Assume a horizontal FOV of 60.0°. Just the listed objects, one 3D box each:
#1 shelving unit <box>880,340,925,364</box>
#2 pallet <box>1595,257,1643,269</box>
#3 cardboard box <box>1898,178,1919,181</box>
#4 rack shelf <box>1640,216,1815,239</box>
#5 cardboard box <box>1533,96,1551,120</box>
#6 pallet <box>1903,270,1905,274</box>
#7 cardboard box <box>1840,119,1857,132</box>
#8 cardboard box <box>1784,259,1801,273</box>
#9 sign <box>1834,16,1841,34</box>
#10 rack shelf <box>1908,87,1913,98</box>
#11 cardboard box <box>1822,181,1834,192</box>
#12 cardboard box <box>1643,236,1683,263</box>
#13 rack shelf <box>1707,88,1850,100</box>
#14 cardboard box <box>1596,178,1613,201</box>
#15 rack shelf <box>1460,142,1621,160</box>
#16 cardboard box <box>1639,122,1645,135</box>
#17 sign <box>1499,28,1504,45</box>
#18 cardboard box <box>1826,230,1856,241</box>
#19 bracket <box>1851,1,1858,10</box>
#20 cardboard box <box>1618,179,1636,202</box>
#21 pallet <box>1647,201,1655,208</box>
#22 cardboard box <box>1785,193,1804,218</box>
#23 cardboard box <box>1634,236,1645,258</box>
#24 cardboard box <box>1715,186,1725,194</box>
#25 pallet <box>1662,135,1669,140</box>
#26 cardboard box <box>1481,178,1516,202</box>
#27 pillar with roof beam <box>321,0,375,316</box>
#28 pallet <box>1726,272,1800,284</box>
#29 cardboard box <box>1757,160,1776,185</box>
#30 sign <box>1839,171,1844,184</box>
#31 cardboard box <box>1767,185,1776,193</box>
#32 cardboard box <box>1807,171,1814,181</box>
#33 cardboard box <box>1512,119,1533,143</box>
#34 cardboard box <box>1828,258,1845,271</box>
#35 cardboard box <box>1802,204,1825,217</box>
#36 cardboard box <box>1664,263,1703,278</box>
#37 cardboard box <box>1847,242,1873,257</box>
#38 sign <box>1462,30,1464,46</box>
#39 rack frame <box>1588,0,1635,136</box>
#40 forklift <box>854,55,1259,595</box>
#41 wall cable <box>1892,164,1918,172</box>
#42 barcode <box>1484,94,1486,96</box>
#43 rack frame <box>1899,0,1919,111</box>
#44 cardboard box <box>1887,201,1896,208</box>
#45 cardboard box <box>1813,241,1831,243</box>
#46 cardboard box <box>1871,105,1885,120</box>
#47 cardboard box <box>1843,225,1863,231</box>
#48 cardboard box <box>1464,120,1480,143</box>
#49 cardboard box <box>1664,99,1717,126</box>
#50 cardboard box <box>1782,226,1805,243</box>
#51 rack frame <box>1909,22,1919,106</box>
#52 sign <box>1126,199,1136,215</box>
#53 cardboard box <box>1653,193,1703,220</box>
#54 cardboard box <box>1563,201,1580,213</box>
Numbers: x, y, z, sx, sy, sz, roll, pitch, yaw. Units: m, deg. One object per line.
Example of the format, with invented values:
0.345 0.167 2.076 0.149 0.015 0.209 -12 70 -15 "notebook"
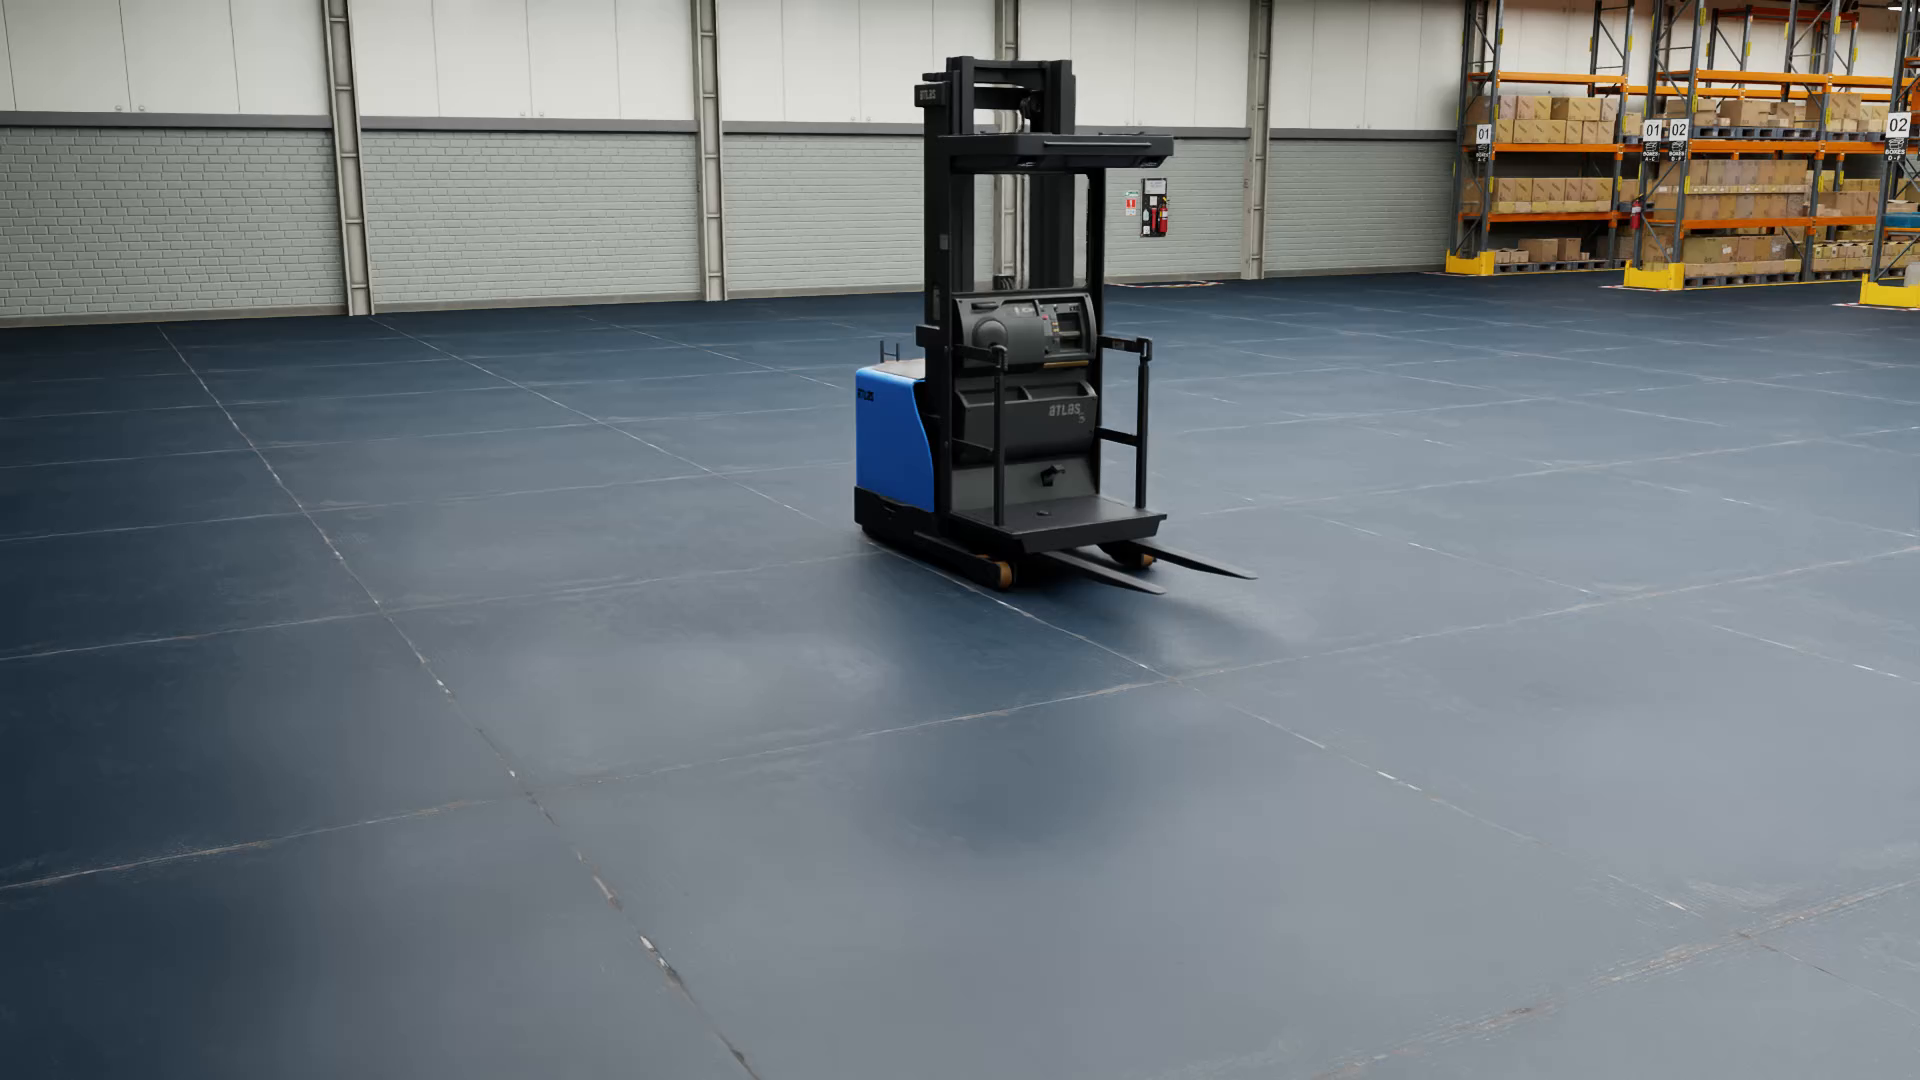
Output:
-0.251 -0.748 11.195 0.503 1.200 0.258 -8 14 -30 "shelving unit"
15.426 -6.516 39.081 1.213 0.211 1.003 -7 14 -28 "pallet"
24.833 -9.147 43.740 0.700 0.700 0.980 -6 14 -25 "cardboard box"
15.365 -6.278 33.314 4.000 0.370 1.077 -7 14 -28 "rack shelf"
12.596 -9.476 36.500 0.500 0.500 0.500 -6 14 -26 "cardboard box"
21.304 -5.971 36.662 1.213 0.211 1.003 -7 14 -28 "pallet"
18.146 -8.556 34.350 0.500 0.250 0.500 -8 15 -33 "cardboard box"
16.818 -5.612 34.022 0.500 0.250 0.500 -7 14 -28 "cardboard box"
17.364 -10.190 32.904 0.005 0.325 0.100 -7 14 -28 "sign"
22.386 -9.852 36.439 4.000 0.370 1.077 -7 14 -28 "rack shelf"
21.481 -8.742 41.672 0.500 0.500 0.500 -7 15 -29 "cardboard box"
13.937 -5.762 32.979 0.500 0.500 0.500 -7 14 -28 "cardboard box"
20.010 -10.806 40.679 4.000 0.370 1.077 -7 14 -28 "rack shelf"
14.476 -7.987 37.856 0.500 0.500 0.500 -7 14 -28 "cardboard box"
12.988 -8.696 37.225 4.000 0.370 1.077 -7 14 -28 "rack shelf"
15.802 -9.526 38.519 0.500 0.311 0.500 -6 14 -26 "cardboard box"
11.492 -10.690 35.306 0.005 0.325 0.100 -7 14 -28 "sign"
22.471 -7.680 42.640 0.500 0.500 0.700 -7 14 -27 "cardboard box"
22.499 -13.534 42.054 0.430 0.232 0.235 -7 14 -28 "bracket"
15.206 -8.104 38.559 0.500 0.500 0.700 -7 14 -28 "cardboard box"
16.536 -7.905 39.340 1.213 0.211 1.003 -7 14 -28 "pallet"
16.734 -6.841 33.946 0.500 0.500 0.700 -7 15 -29 "cardboard box"
15.811 -6.934 39.279 0.500 0.500 0.700 -7 15 -29 "cardboard box"
14.729 -6.864 32.574 0.250 0.149 0.380 -7 14 -29 "cardboard box"
16.245 -9.320 38.786 1.003 0.211 1.213 -7 14 -28 "pallet"
11.795 -7.668 36.438 0.500 0.500 0.500 -7 14 -28 "cardboard box"
-7.571 -7.186 22.044 0.400 9.000 9.100 -7 14 -28 "pillar with roof beam"
16.402 -5.404 34.140 1.213 0.211 1.003 -7 14 -28 "pallet"
15.851 -7.368 33.333 0.500 0.500 0.700 -7 14 -28 "cardboard box"
22.034 -9.058 41.571 0.005 0.325 0.100 -7 14 -28 "sign"
16.090 -7.028 33.303 0.250 0.149 0.380 -7 14 -28 "cardboard box"
21.024 -9.055 41.353 0.500 0.250 0.500 -6 14 -27 "cardboard box"
12.134 -8.932 36.360 0.500 0.500 0.500 -6 14 -24 "cardboard box"
18.042 -5.751 34.640 0.500 0.250 0.500 -6 14 -26 "cardboard box"
17.531 -6.827 34.454 0.500 0.250 0.500 -6 14 -24 "cardboard box"
14.186 -5.296 32.616 0.500 0.250 0.500 -7 14 -28 "cardboard box"
18.951 -6.134 35.064 0.500 0.311 0.500 -6 14 -26 "cardboard box"
10.984 -10.942 36.246 0.005 0.325 0.100 -7 14 -28 "sign"
14.743 -10.721 37.751 0.127 3.000 1.000 -7 14 -28 "rack frame"
0.505 -1.265 9.553 1.130 2.935 3.031 -8 15 -30 "forklift"
25.947 -9.869 45.316 1.851 1.984 0.084 -7 14 -28 "wall cable"
11.616 -9.837 36.784 0.075 0.075 0.001 -7 14 -28 "barcode"
20.631 -10.187 35.381 0.127 3.000 1.000 -7 14 -28 "rack frame"
19.753 -7.160 35.797 0.500 0.311 0.500 -7 14 -29 "cardboard box"
18.231 -6.183 35.279 0.500 0.311 0.500 -7 14 -28 "cardboard box"
22.973 -10.722 42.036 0.500 0.500 0.500 -7 15 -29 "cardboard box"
22.859 -7.997 42.572 0.250 0.149 0.380 -6 14 -26 "cardboard box"
11.477 -8.988 36.610 0.500 0.500 0.500 -6 14 -24 "cardboard box"
14.115 -8.266 32.163 0.637 0.503 0.797 -6 14 -24 "cardboard box"
20.478 -7.604 41.506 0.750 0.750 0.750 -6 14 -26 "cardboard box"
25.276 -11.983 43.361 0.127 3.000 1.000 -7 14 -28 "rack frame"
3.444 -6.709 33.507 0.234 0.329 0.001 -7 14 -28 "sign"
14.025 -6.514 32.496 0.500 0.500 0.700 -7 14 -28 "cardboard box"
13.597 -7.516 37.469 0.500 0.250 0.500 -7 14 -28 "cardboard box"
